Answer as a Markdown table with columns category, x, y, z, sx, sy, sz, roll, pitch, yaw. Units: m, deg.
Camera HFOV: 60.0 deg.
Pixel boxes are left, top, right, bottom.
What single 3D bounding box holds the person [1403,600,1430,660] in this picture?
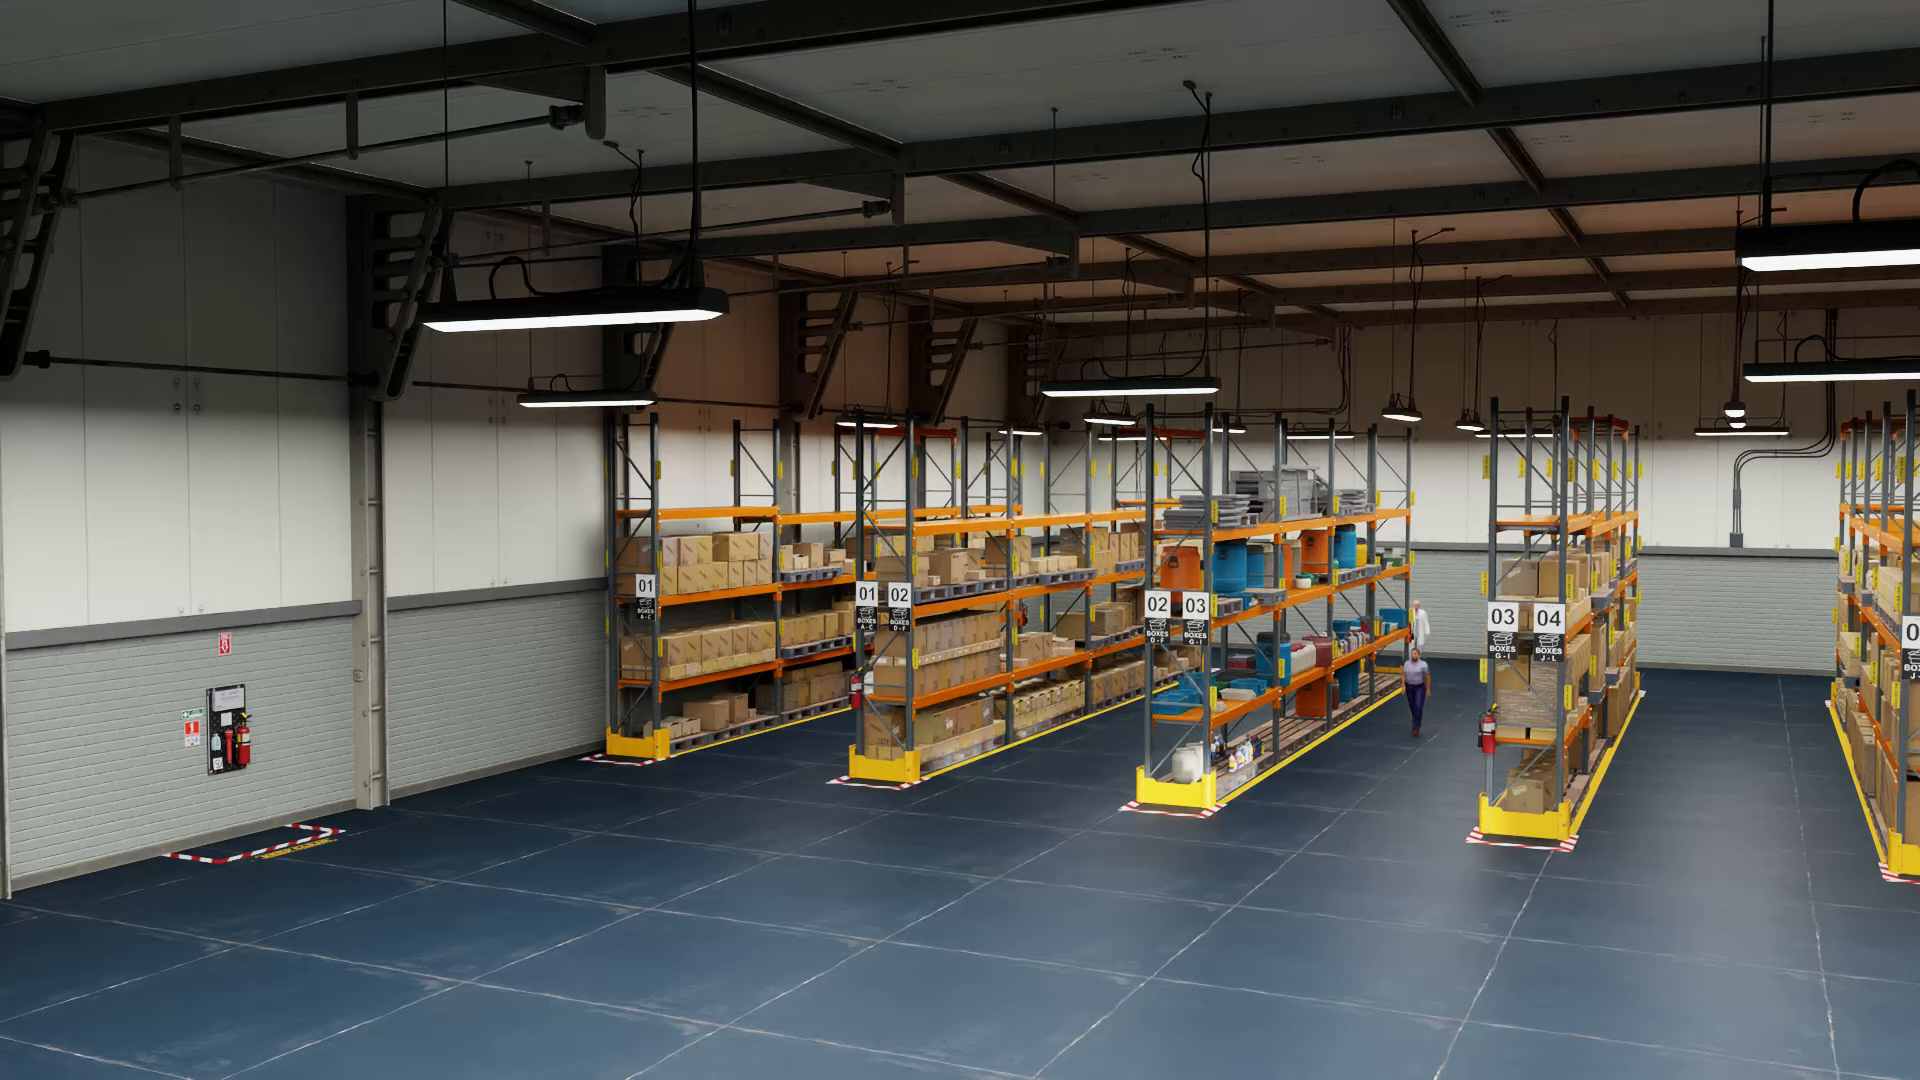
| category | x | y | z | sx | sy | sz | roll | pitch | yaw |
| --- | --- | --- | --- | --- | --- | --- | --- | --- | --- |
| person | 11.316 | 2.401 | 41.273 | 0.646 | 1.854 | 0.555 | 0 | 2 | 4 |

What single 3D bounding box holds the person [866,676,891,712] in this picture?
| category | x | y | z | sx | sy | sz | roll | pitch | yaw |
| --- | --- | --- | --- | --- | --- | --- | --- | --- | --- |
| person | -1.394 | 2.946 | 30.219 | 0.584 | 1.584 | 0.711 | 1 | 3 | 26 |

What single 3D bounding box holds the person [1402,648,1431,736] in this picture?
| category | x | y | z | sx | sy | sz | roll | pitch | yaw |
| --- | --- | --- | --- | --- | --- | --- | --- | --- | --- |
| person | 8.611 | 2.854 | 31.534 | 0.510 | 1.594 | 0.891 | 2 | 3 | 40 |
